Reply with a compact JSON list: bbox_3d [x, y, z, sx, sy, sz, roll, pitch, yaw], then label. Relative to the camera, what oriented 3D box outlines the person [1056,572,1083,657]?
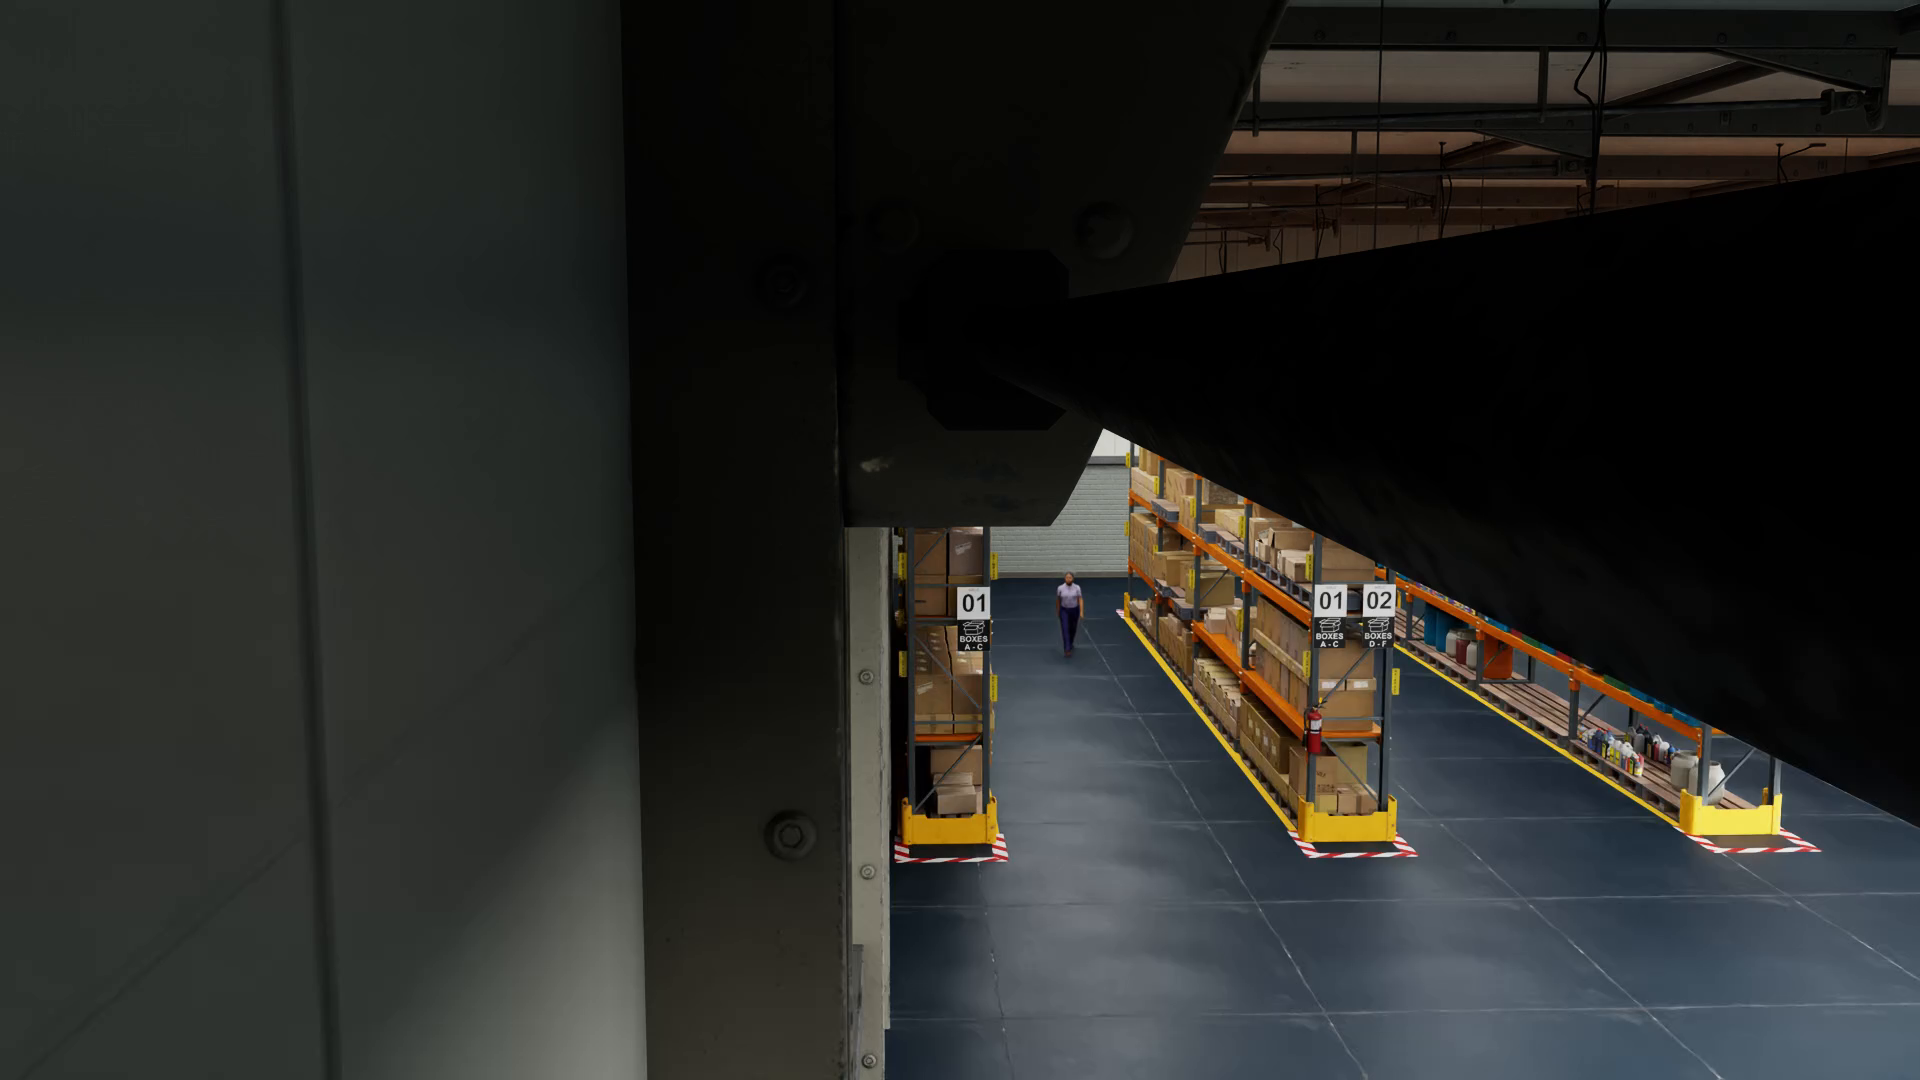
[{"bbox_3d":[2.129,1.405,32.223,0.503,1.588,1.034,-1,7,-6],"label":"person"}]
